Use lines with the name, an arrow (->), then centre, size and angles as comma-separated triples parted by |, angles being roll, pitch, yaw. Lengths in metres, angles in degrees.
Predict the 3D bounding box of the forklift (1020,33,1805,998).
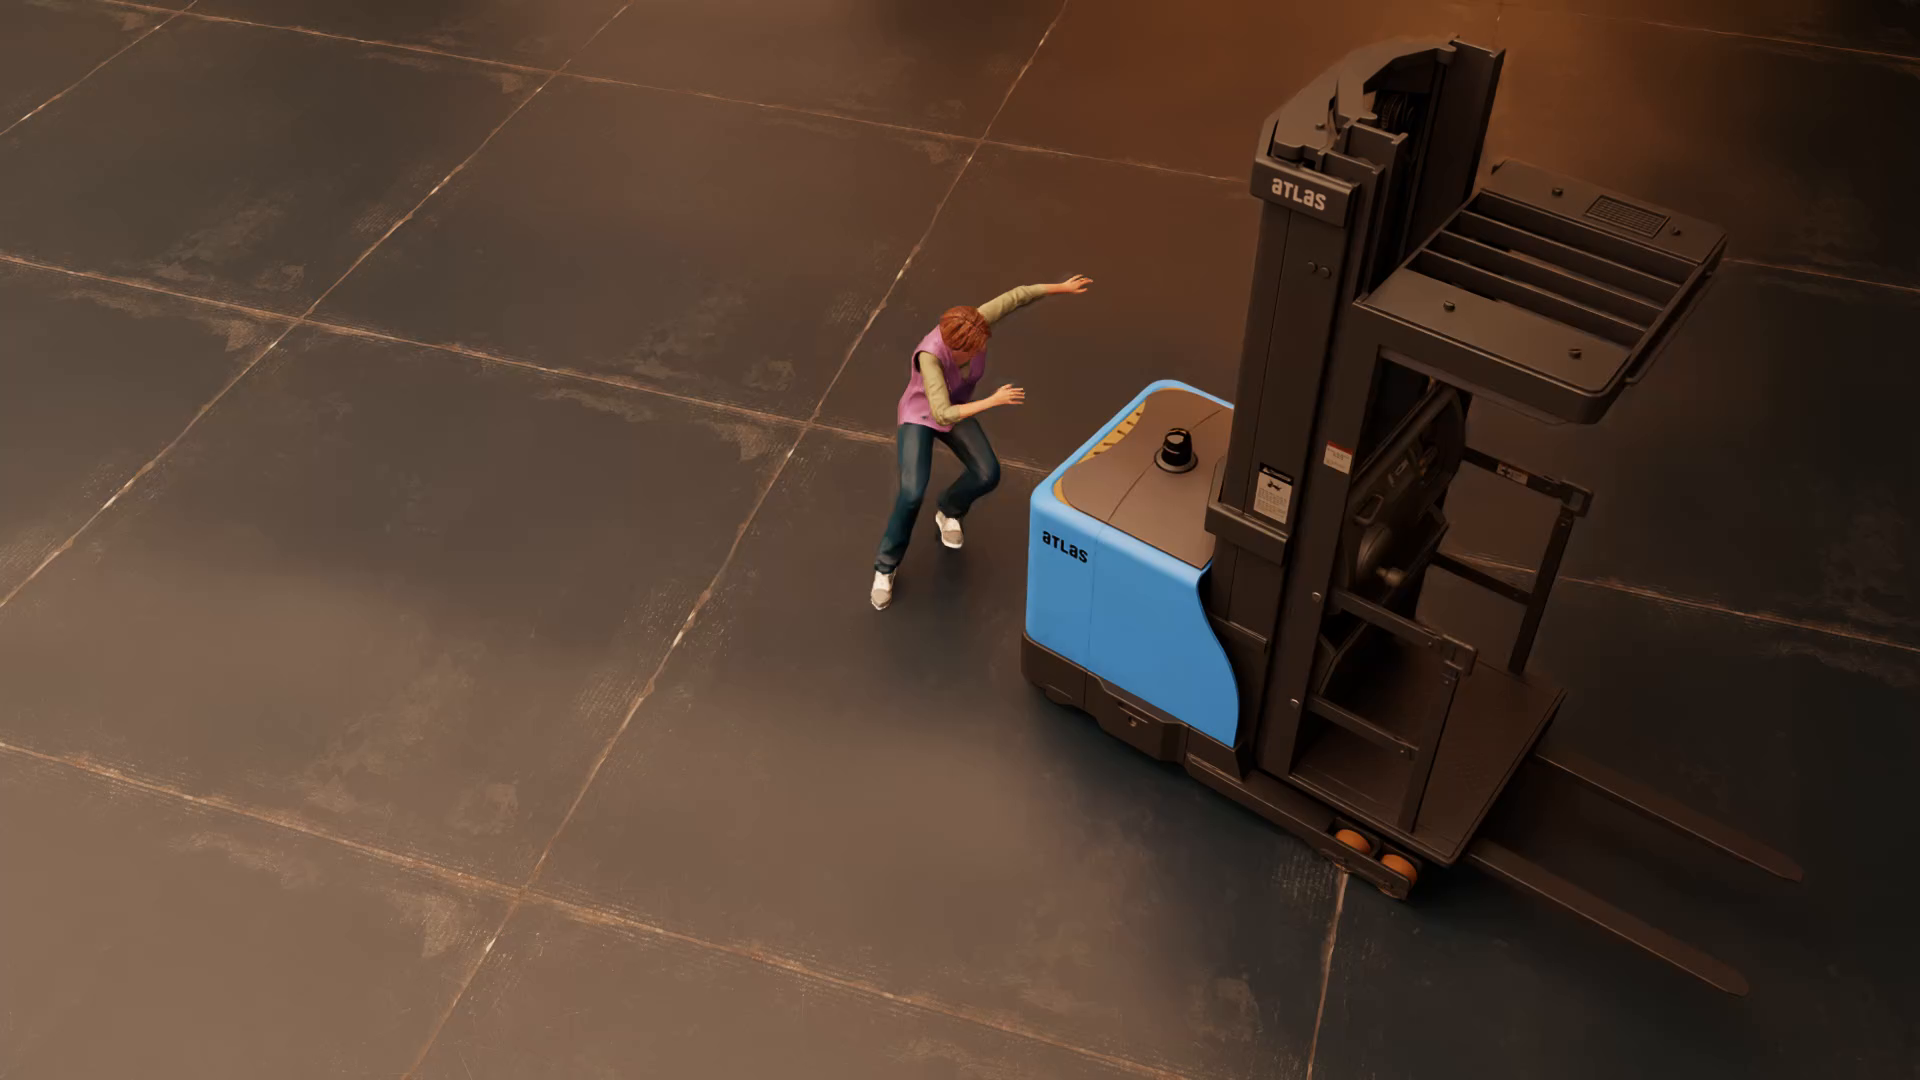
forklift -> 1.739, -0.120, 5.818 | 3.031, 2.935, 1.130 | 27, 49, 26

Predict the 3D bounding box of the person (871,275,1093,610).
person -> 0.077, -0.479, 7.500 | 1.380, 1.195, 0.704 | -29, 50, -27
